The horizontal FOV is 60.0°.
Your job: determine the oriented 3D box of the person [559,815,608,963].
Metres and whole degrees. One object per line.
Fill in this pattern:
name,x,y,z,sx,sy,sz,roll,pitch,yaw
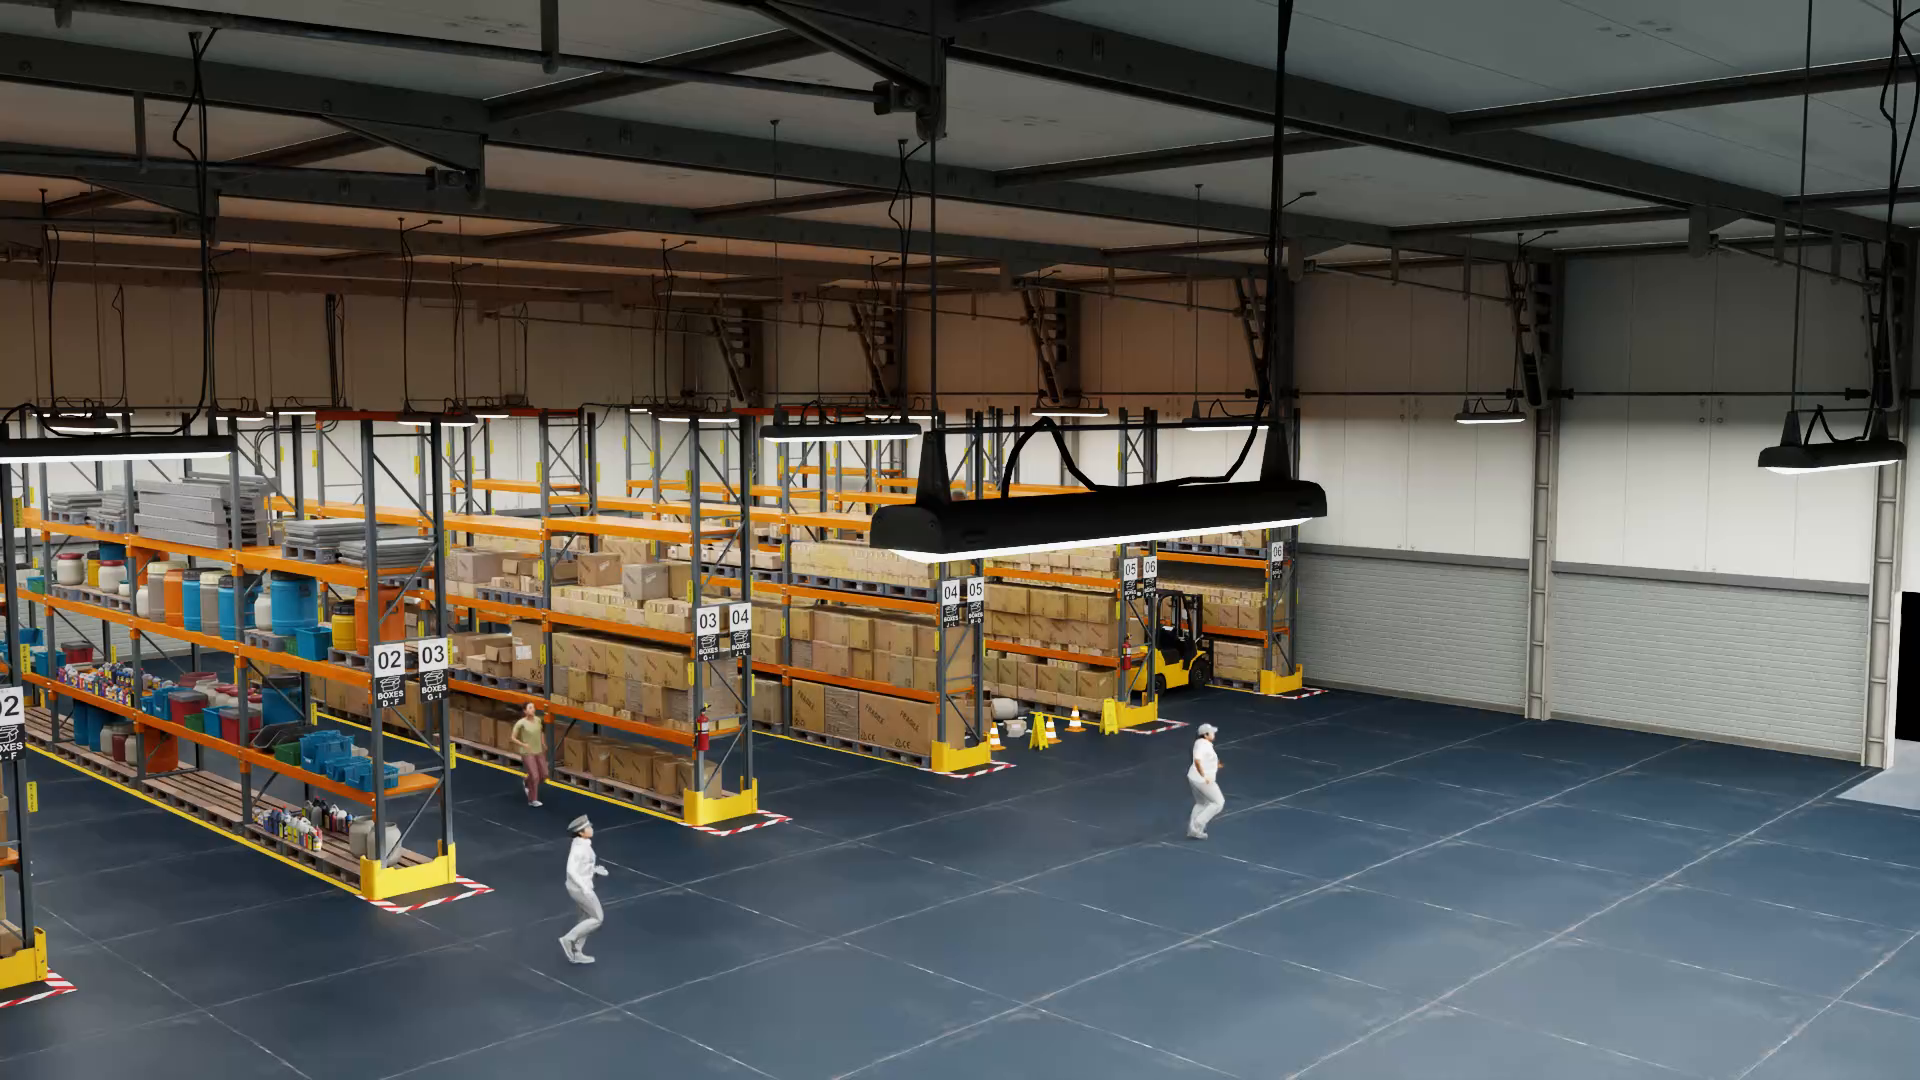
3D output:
person,-4.189,3.870,18.494,0.569,1.669,0.605,-2,5,-18

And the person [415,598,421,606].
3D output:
person,-12.202,2.158,37.517,0.707,1.712,0.740,-3,6,-28

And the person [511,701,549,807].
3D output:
person,-6.600,3.262,25.501,0.569,1.619,0.578,4,7,41

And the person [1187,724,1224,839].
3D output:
person,3.511,3.419,23.654,0.574,1.634,0.588,-1,5,-11

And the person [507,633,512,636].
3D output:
person,-8.863,2.470,33.357,0.989,1.752,0.691,4,6,36
